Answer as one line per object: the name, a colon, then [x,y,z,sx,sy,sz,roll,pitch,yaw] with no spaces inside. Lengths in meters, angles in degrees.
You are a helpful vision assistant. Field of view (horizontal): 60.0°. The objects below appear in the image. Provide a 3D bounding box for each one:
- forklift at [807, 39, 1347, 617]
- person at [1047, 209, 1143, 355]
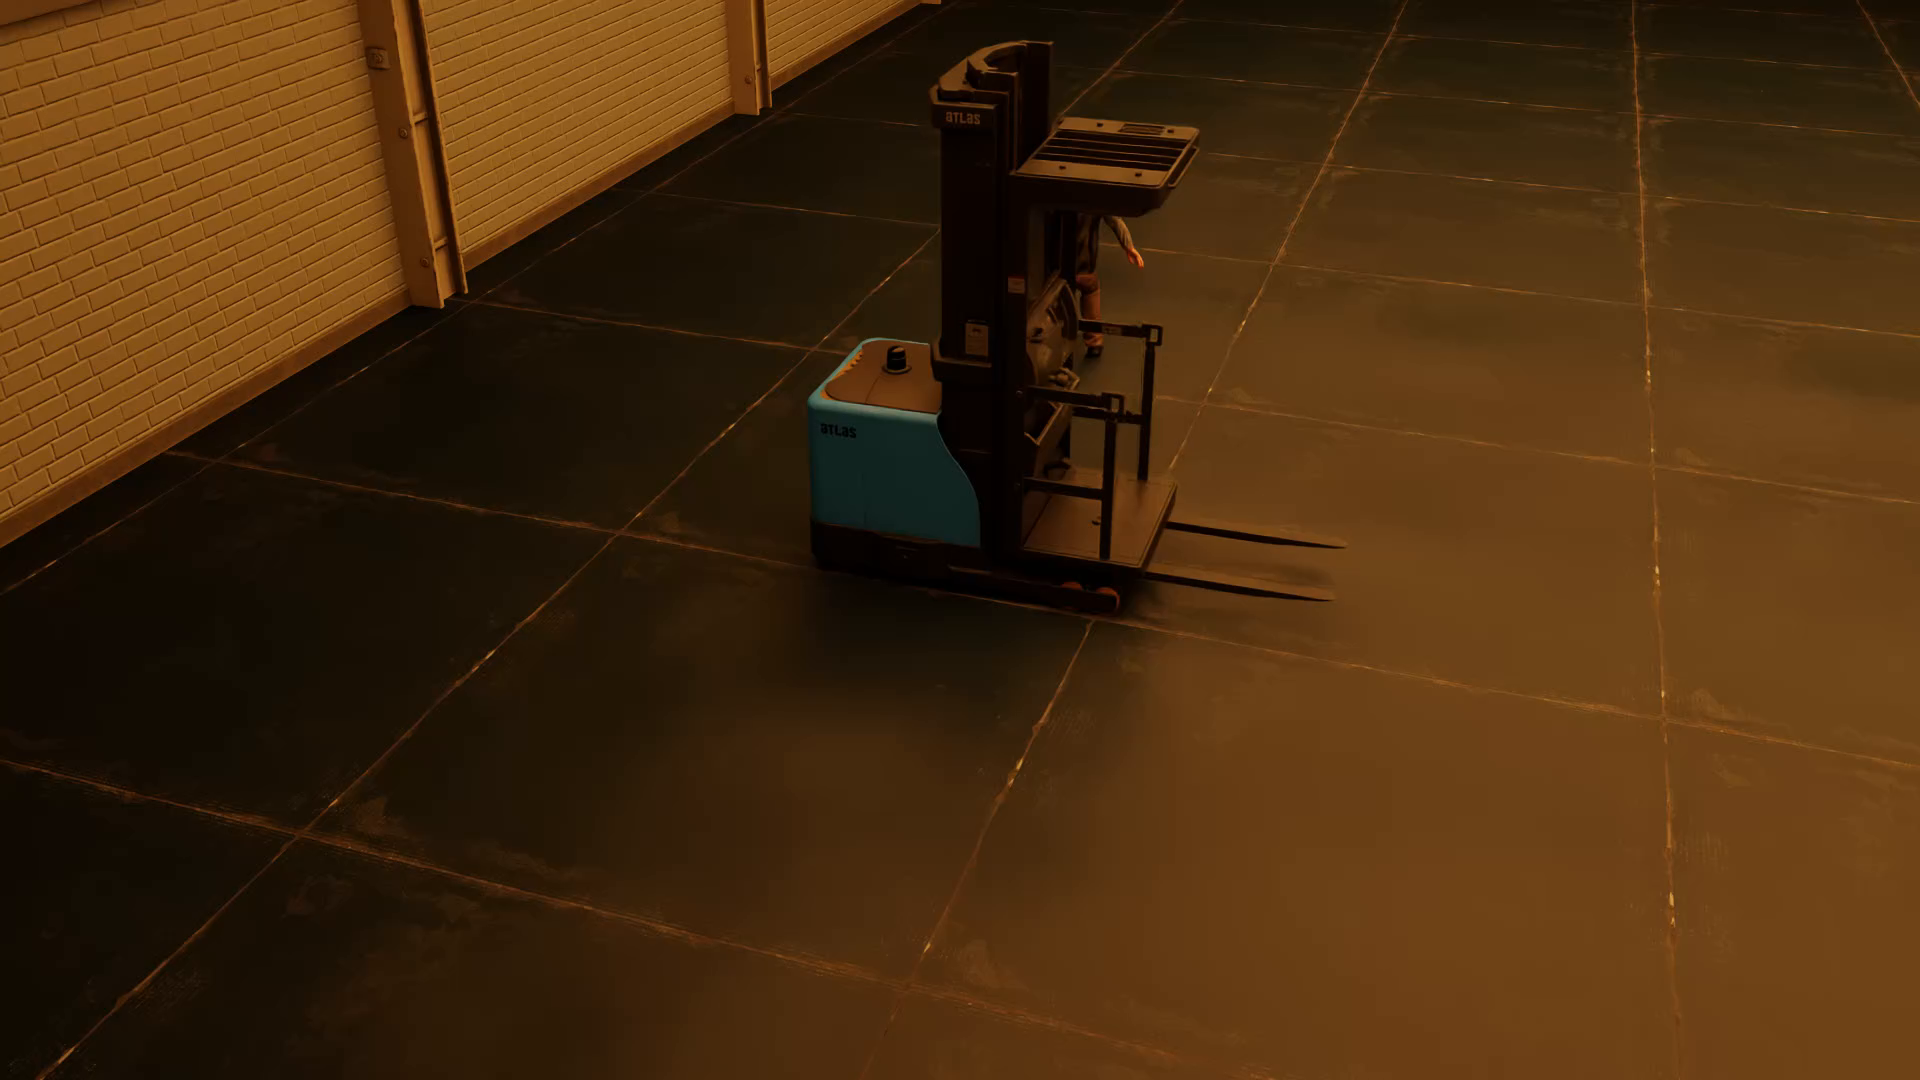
forklift: [0.698,-1.136,9.129,3.031,2.935,1.130,9,31,15]
person: [0.806,-2.039,12.140,1.099,1.606,0.502,-8,31,-14]
